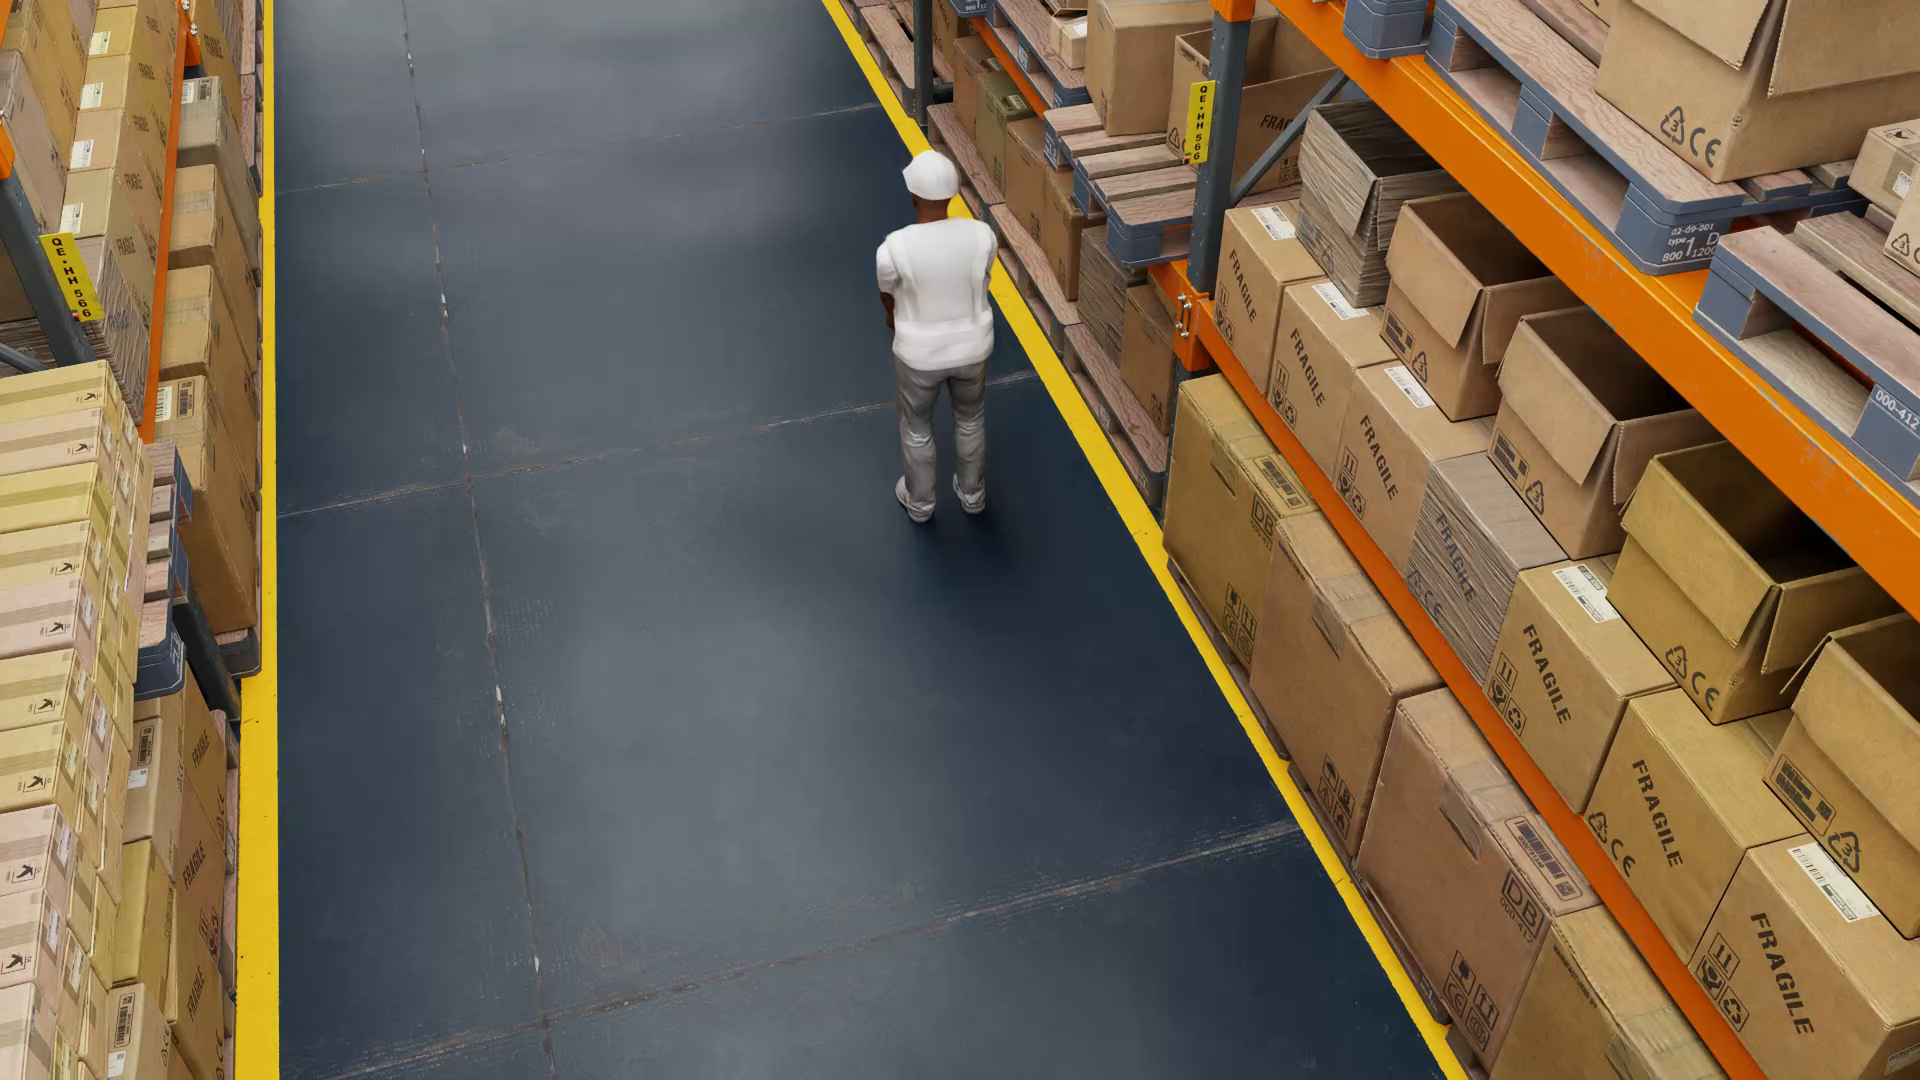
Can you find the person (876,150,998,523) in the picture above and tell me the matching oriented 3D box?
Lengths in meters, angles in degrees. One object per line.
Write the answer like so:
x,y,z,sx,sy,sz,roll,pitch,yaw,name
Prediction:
-0.115,-0.882,7.128,0.504,1.758,0.581,-10,43,-11,person
